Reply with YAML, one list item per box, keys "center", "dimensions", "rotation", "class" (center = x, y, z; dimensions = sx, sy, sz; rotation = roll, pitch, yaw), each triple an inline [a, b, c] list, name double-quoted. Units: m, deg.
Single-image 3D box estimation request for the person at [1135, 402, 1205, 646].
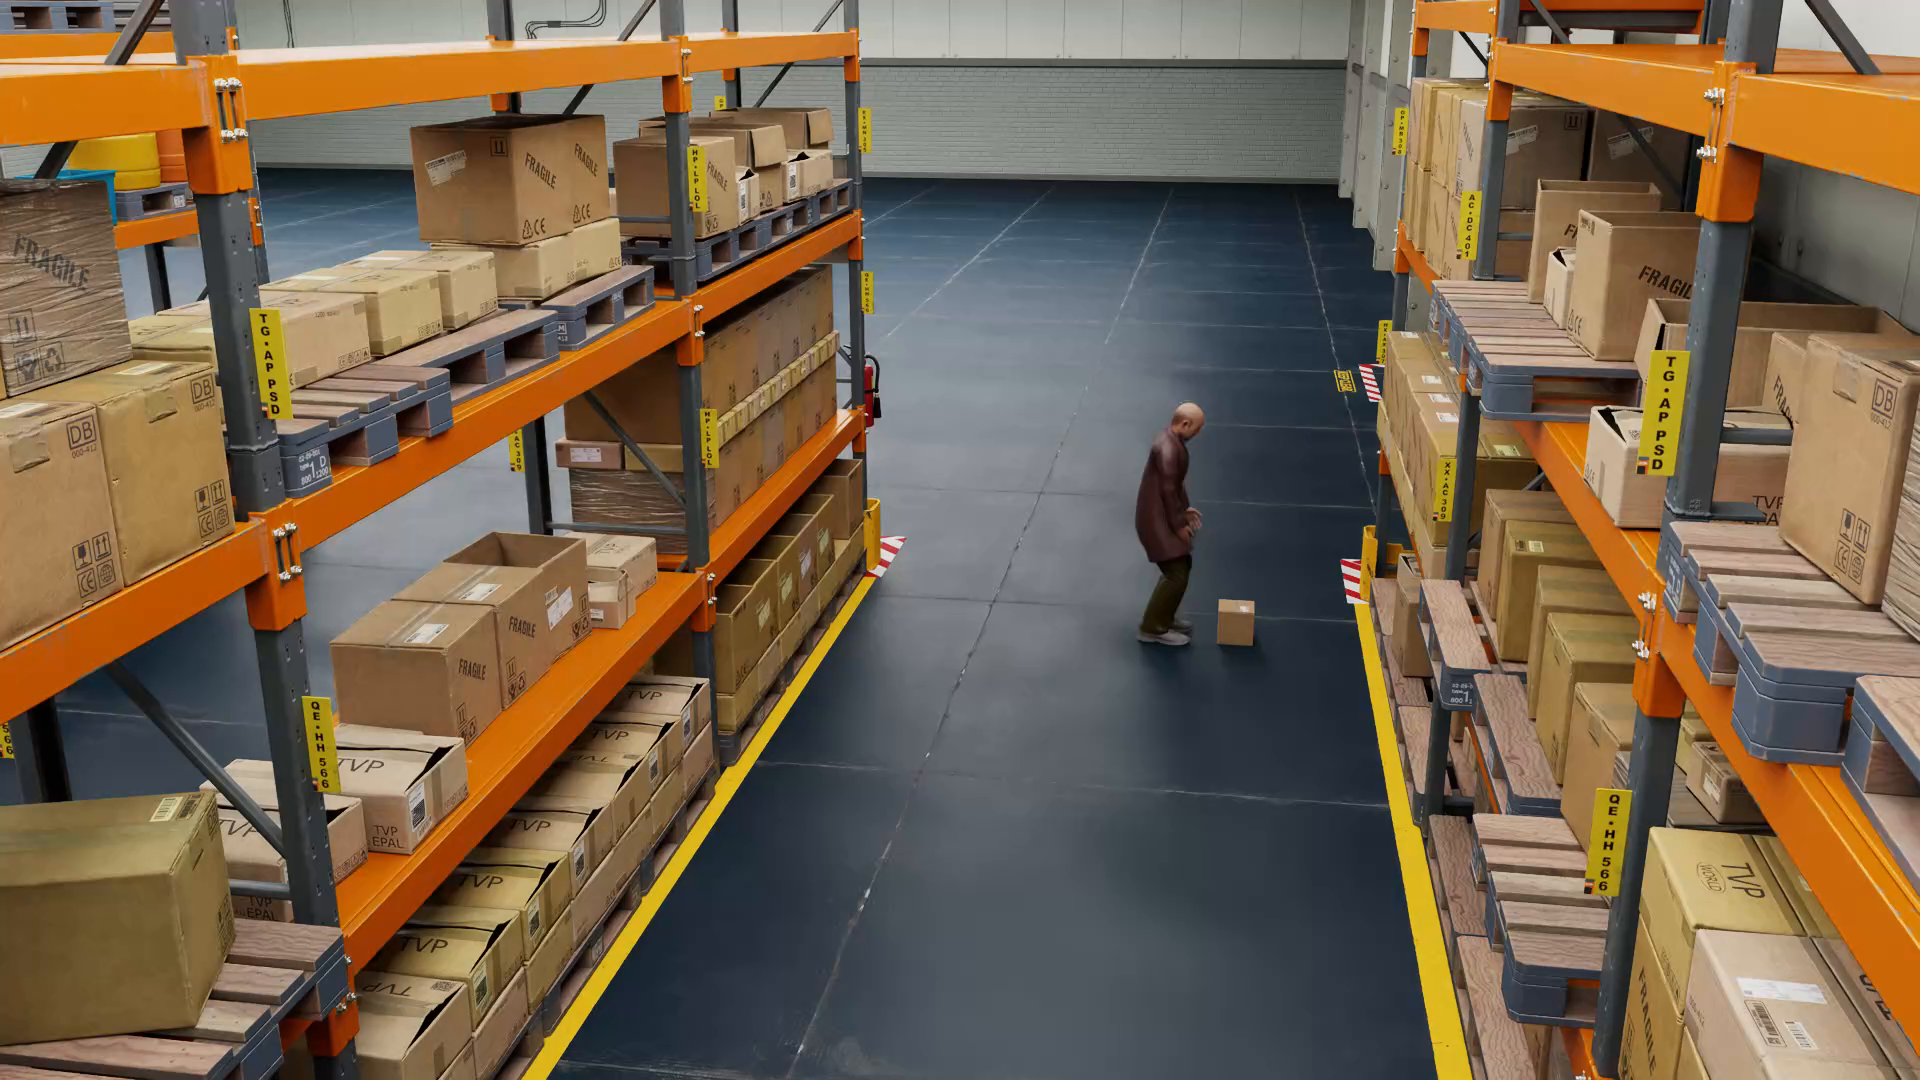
- center: [1.459, -0.132, 11.636]
  dimensions: [0.459, 1.702, 0.599]
  rotation: [3, 18, 10]
  class: "person"
